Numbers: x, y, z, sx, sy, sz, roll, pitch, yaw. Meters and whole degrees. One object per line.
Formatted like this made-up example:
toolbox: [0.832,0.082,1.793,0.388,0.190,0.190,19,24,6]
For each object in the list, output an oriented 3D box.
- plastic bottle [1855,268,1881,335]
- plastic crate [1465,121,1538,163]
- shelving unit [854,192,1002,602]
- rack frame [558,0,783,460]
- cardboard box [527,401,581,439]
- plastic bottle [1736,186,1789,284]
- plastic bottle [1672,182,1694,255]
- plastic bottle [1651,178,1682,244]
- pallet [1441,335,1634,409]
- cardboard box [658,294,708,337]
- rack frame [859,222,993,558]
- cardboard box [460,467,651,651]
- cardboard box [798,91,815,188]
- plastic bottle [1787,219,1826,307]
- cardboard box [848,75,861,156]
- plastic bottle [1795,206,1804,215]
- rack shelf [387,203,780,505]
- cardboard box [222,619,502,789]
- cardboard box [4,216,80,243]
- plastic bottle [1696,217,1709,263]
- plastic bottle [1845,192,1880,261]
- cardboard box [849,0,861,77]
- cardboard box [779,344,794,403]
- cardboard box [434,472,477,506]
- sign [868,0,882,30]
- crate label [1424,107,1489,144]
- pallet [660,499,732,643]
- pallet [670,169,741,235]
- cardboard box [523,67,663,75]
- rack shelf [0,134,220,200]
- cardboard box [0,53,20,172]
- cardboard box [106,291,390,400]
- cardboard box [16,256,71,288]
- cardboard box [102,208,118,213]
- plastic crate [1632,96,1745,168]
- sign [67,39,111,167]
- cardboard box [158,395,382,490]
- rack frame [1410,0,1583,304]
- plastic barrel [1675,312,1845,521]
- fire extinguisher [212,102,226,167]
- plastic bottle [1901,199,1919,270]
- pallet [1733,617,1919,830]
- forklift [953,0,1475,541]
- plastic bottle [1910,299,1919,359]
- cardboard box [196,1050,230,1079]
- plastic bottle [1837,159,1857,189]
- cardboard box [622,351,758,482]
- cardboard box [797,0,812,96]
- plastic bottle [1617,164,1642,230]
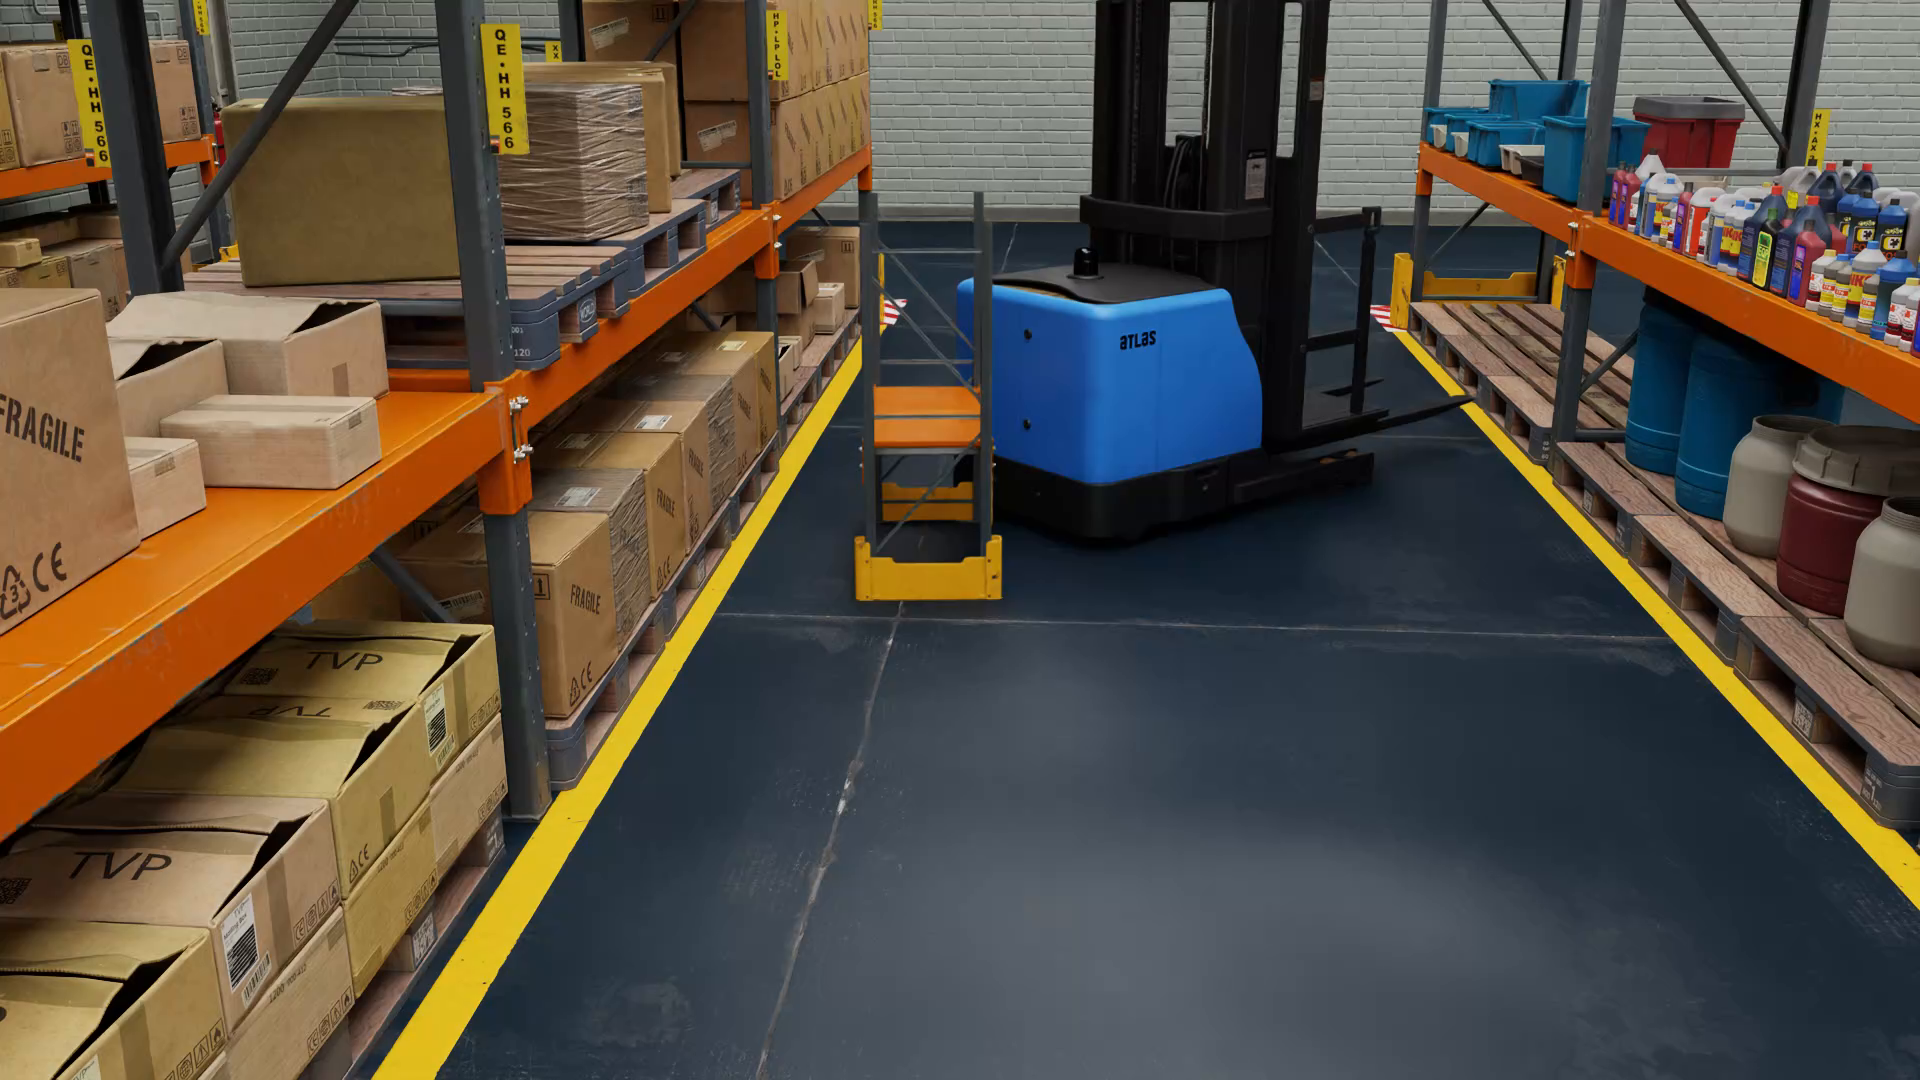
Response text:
plastic bottle: [2.880,-0.751,5.215,0.097,0.201,0.097,0,18,0]
plastic crate: [3.345,-2.467,10.308,0.416,0.233,0.300,1,18,4]
shelving unit: [-0.138,-0.636,6.954,0.587,1.500,1.083,0,18,-1]
rack frame: [-1.442,-1.866,8.301,1.000,3.000,0.127,1,18,4]
cardboard box: [-1.826,-0.264,6.721,0.500,0.500,0.500,1,18,2]
plastic bottle: [2.973,-1.126,6.121,0.144,0.351,0.185,1,18,4]
plastic bottle: [2.983,-1.319,6.817,0.061,0.283,0.133,1,18,4]
plastic bottle: [3.024,-1.409,7.112,0.097,0.271,0.097,0,18,0]
pallet: [3.598,-1.038,10.253,1.003,0.211,1.213,1,18,4]
cardboard box: [-1.684,-1.070,9.181,0.500,0.500,0.500,1,18,4]
rack frame: [-0.126,-0.474,6.462,0.500,1.500,0.032,0,18,-1]
cardboard box: [-1.379,0.057,5.738,0.500,0.500,0.500,1,18,2]
cardboard box: [-1.100,-2.225,9.235,0.500,0.500,0.500,2,18,5]
plastic bottle: [2.897,-0.947,5.682,0.061,0.283,0.133,1,18,4]
cardboard box: [-0.949,-2.849,11.141,0.500,0.500,0.500,1,18,4]
plastic bottle: [3.097,-1.099,6.167,0.097,0.271,0.097,0,18,0]
rack shelf: [-1.585,-0.903,6.517,1.077,0.370,4.000,1,18,4]
cardboard box: [-1.520,0.385,4.271,0.500,0.311,0.500,2,18,5]
cardboard box: [-6.291,-2.126,11.393,0.380,0.149,0.250,1,18,4]
plastic bottle: [2.984,-1.202,6.592,0.097,0.201,0.097,0,18,0]
plastic bottle: [3.595,-1.249,6.623,0.097,0.271,0.097,0,18,0]
cardboard box: [-0.948,-3.330,11.001,0.500,0.500,0.500,2,18,5]
cardboard box: [-1.196,-0.923,9.034,0.500,0.311,0.500,1,18,4]
cardboard box: [-1.896,-0.315,5.669,0.500,0.250,0.500,2,18,6]
sign: [-0.603,-3.790,11.806,0.100,0.325,0.005,1,18,4]
crate label: [3.440,-2.876,11.556,0.416,0.233,0.303,1,18,4]
pallet: [-1.547,0.093,6.802,1.003,0.211,1.213,1,18,4]
pallet: [-1.608,-1.529,7.580,1.003,0.211,1.213,1,18,4]
cardboard box: [-1.685,-1.756,7.130,0.700,0.500,0.500,4,19,13]
rack shelf: [-6.239,-2.255,10.642,1.077,0.370,4.000,1,18,4]
cardboard box: [-6.270,-2.513,9.792,0.980,0.700,0.700,1,18,3]
cardboard box: [-1.798,-0.469,4.181,0.500,0.311,0.500,2,18,7]
cardboard box: [-6.149,-1.532,10.622,0.700,0.500,0.500,2,18,5]
cardboard box: [-5.874,-2.274,11.844,0.380,0.149,0.250,1,18,3]
plastic crate: [3.813,-2.085,8.769,0.402,0.464,0.583,1,18,4]
sign: [-2.270,-1.145,4.369,0.100,0.325,0.005,1,18,4]
cardboard box: [-1.517,-0.219,3.677,0.380,0.149,0.250,1,18,4]
rack frame: [3.786,-2.997,11.751,1.000,3.000,0.127,1,18,4]
plastic barrel: [3.392,-0.568,7.035,0.600,0.901,0.708,1,18,4]
fire extinguisher: [-5.625,-3.040,12.607,0.296,0.674,0.183,1,18,4]
plastic bottle: [3.704,-1.182,6.412,0.152,0.276,0.135,1,18,4]
pallet: [3.227,0.567,5.352,1.003,0.211,1.213,1,18,4]
forklift: [1.431,-1.742,8.034,3.031,2.935,1.130,-14,23,-37]
plastic bottle: [2.832,-0.663,4.818,0.061,0.283,0.133,1,18,4]
cardboard box: [-1.629,1.128,2.904,0.500,0.250,0.500,2,18,5]
plastic bottle: [3.759,-1.438,7.074,0.144,0.351,0.185,1,18,4]
cardboard box: [-1.235,-0.574,7.666,0.500,0.500,0.500,1,18,4]
cardboard box: [-1.091,-2.689,9.046,0.500,0.500,0.500,1,18,2]
plastic bottle: [3.037,-1.553,7.533,0.061,0.283,0.133,1,18,4]
